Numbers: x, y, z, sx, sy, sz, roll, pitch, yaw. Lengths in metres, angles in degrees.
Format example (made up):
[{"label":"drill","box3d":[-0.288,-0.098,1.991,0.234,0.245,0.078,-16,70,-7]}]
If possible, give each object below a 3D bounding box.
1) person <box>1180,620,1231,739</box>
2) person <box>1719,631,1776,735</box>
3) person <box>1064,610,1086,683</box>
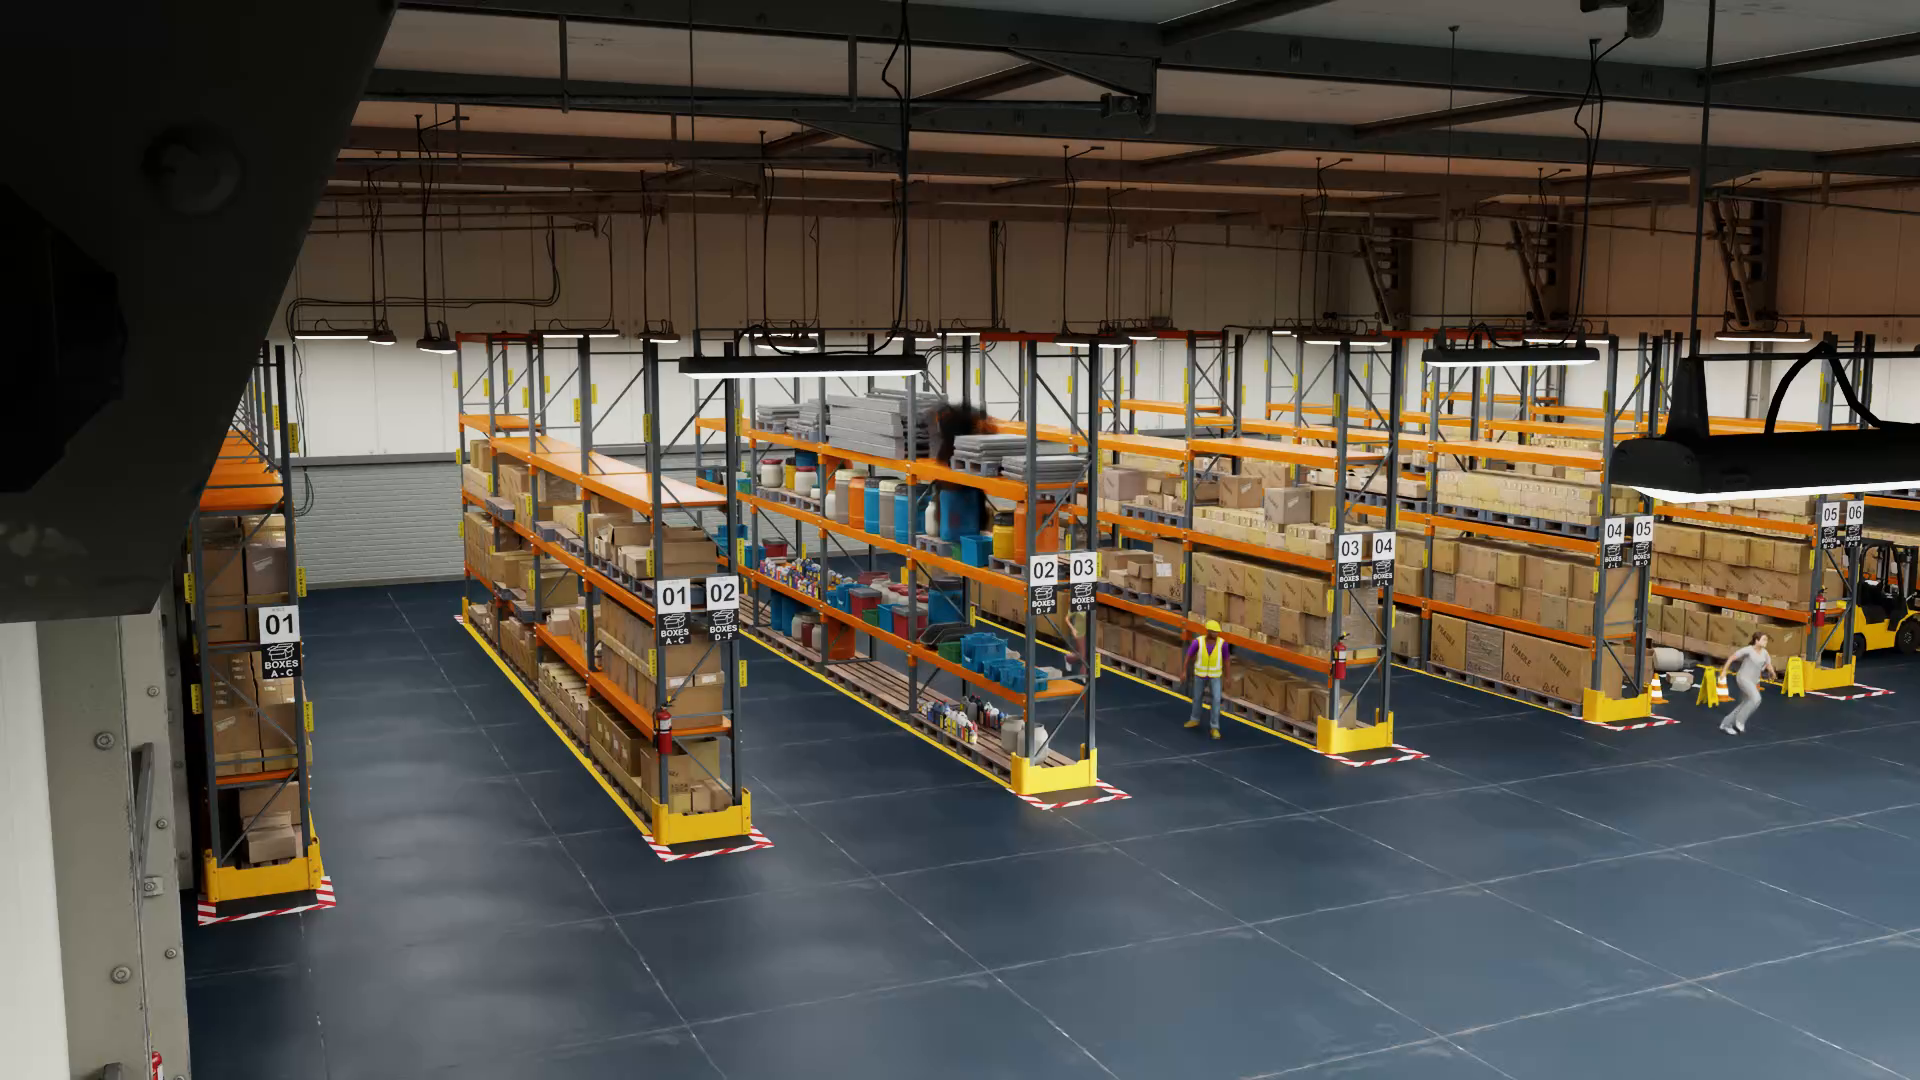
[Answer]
[{"label":"person","box3d":[3.728,2.075,25.246,0.758,1.759,0.767,1,8,10]},{"label":"person","box3d":[12.011,2.171,25.249,0.730,1.585,0.669,-4,9,-30]},{"label":"person","box3d":[2.097,1.646,28.967,0.593,1.625,0.616,-6,10,-37]}]
